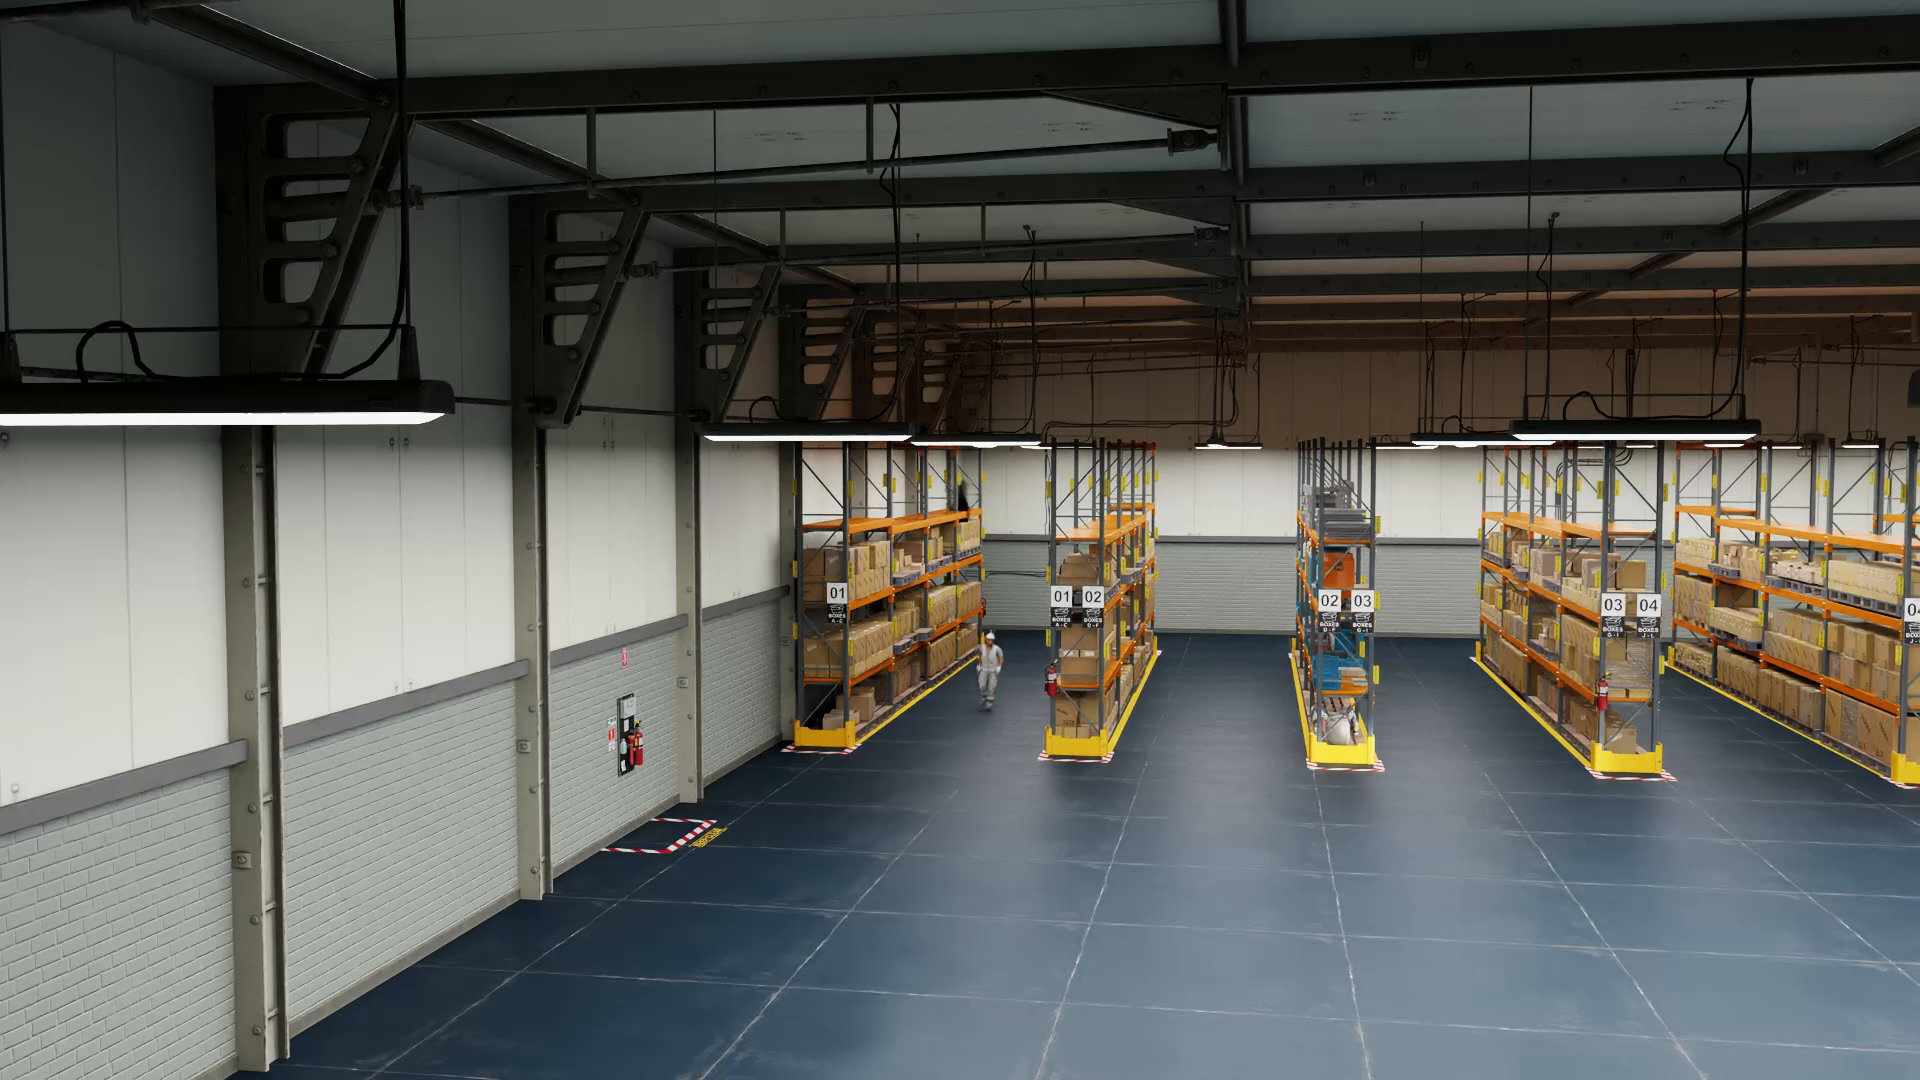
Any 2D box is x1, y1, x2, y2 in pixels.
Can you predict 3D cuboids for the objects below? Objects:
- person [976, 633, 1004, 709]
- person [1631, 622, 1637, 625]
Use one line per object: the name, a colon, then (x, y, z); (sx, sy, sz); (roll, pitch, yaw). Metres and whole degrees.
person: (0.638, 2.900, 36.696); (0.681, 1.723, 0.779); (1, 3, 11)
person: (18.287, 2.502, 45.033); (0.663, 1.751, 0.713); (2, 4, 37)
